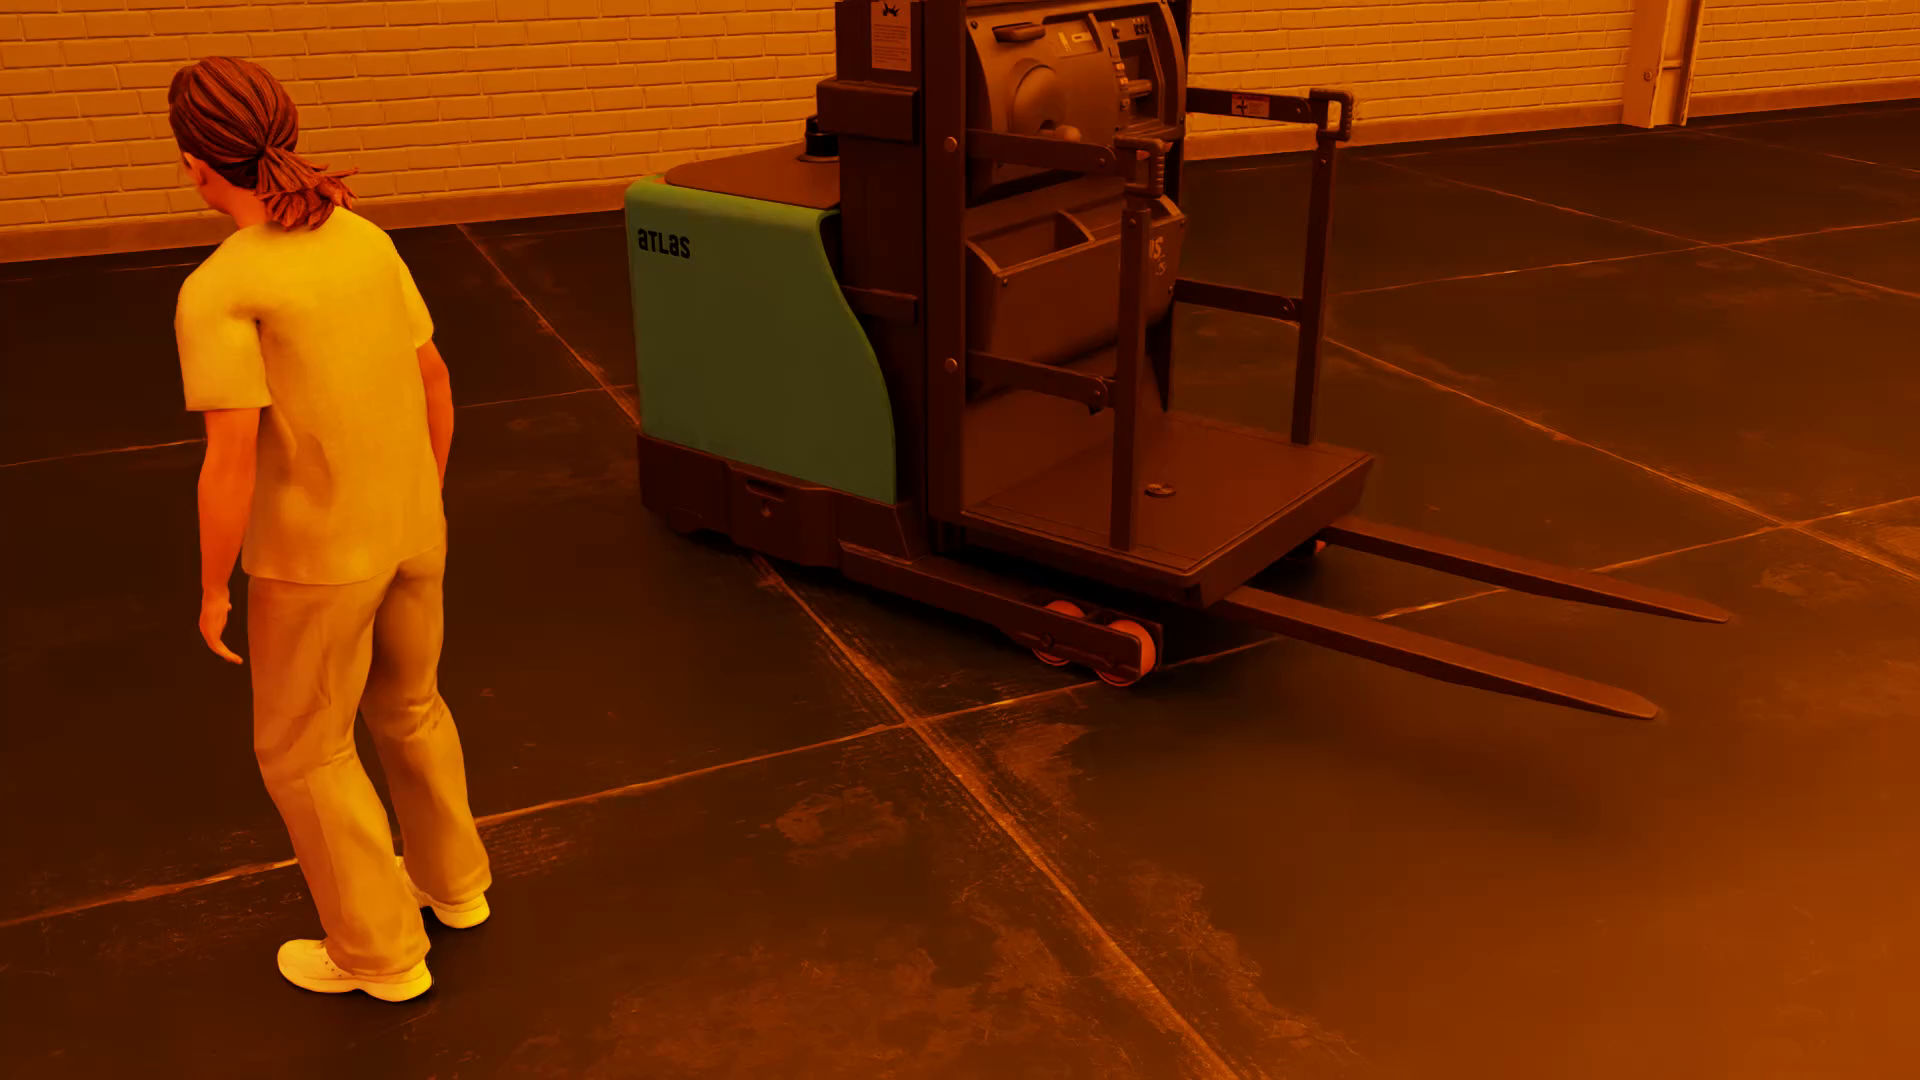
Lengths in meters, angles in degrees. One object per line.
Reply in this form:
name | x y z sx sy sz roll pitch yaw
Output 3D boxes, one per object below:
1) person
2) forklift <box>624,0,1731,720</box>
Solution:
person | -1.099 0.019 2.886 0.387 1.670 0.540 11 25 24
forklift | 0.488 -1.213 4.206 3.031 2.935 1.130 16 27 34
